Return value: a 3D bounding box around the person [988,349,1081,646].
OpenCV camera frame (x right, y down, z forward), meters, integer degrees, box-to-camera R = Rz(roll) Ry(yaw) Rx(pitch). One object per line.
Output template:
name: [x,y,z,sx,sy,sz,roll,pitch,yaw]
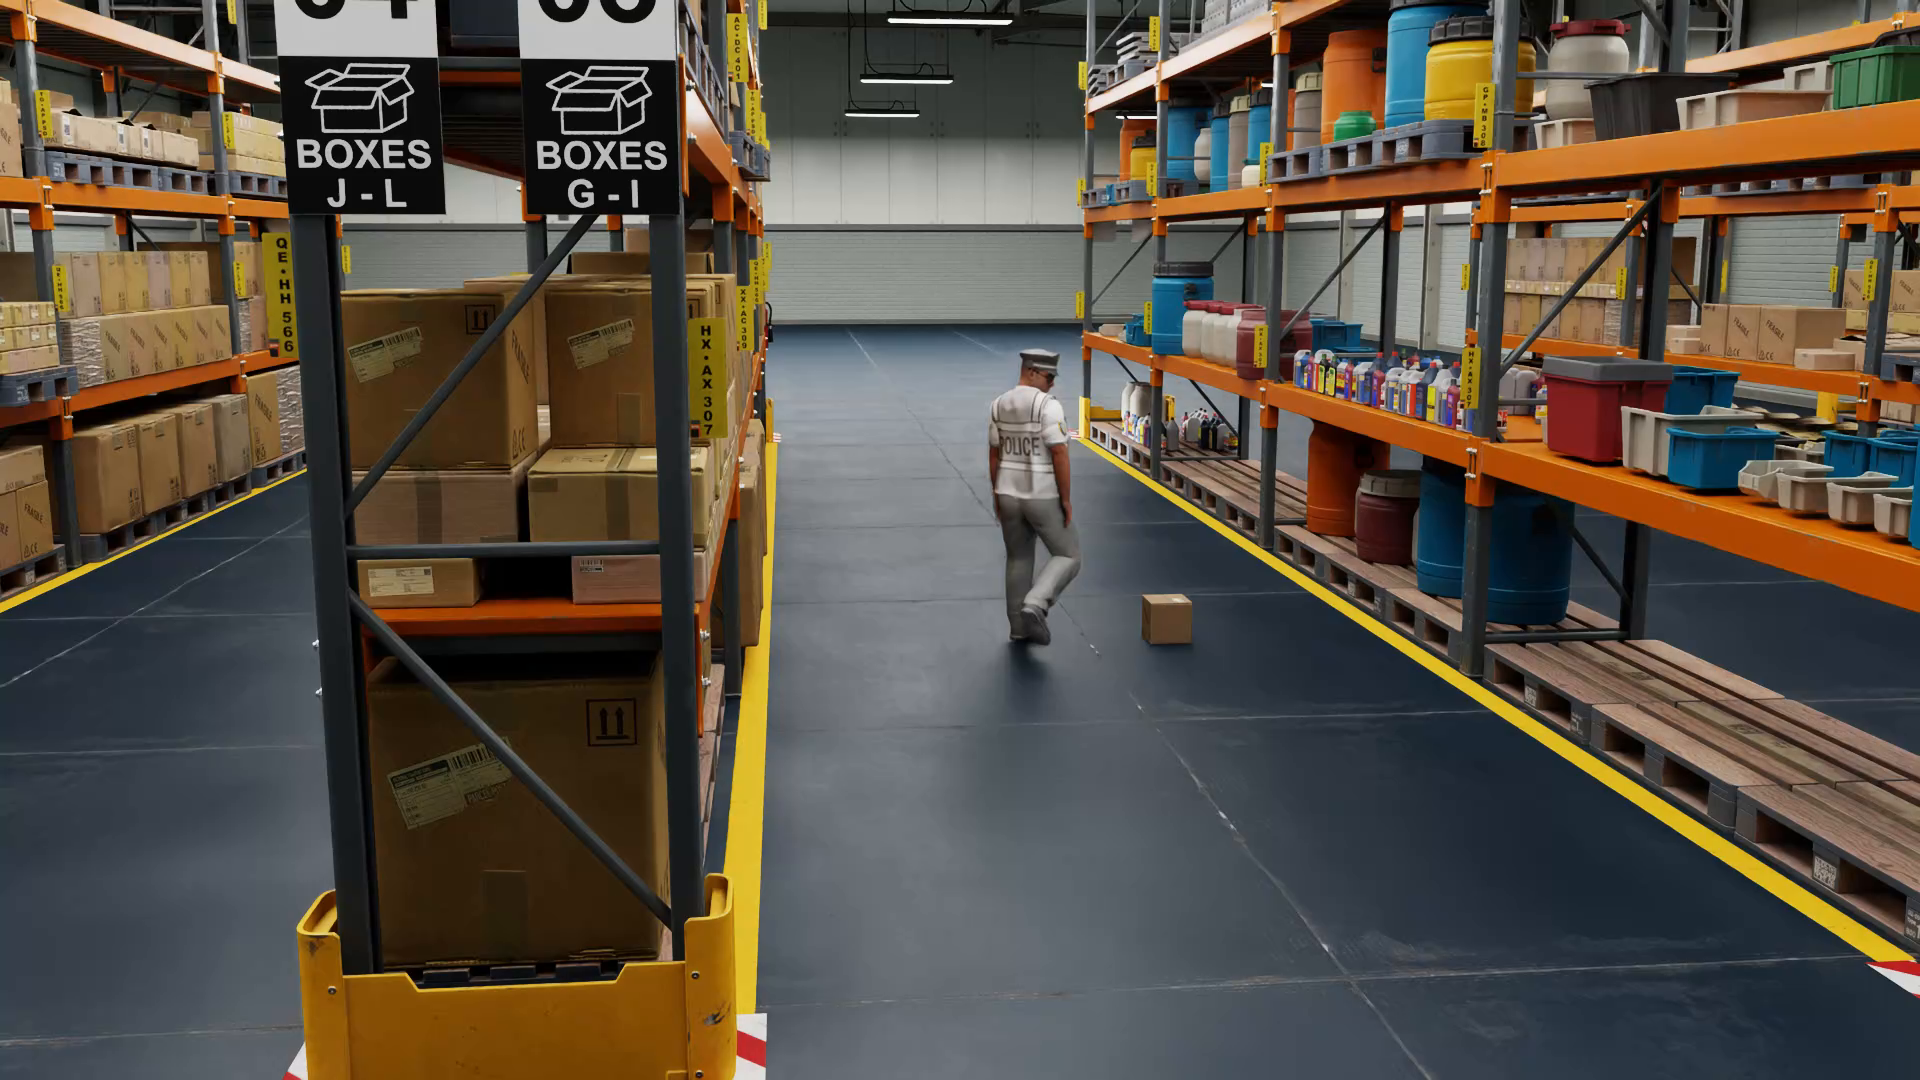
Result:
person: [0.406,-0.240,9.693,0.584,1.738,0.641,7,12,35]
